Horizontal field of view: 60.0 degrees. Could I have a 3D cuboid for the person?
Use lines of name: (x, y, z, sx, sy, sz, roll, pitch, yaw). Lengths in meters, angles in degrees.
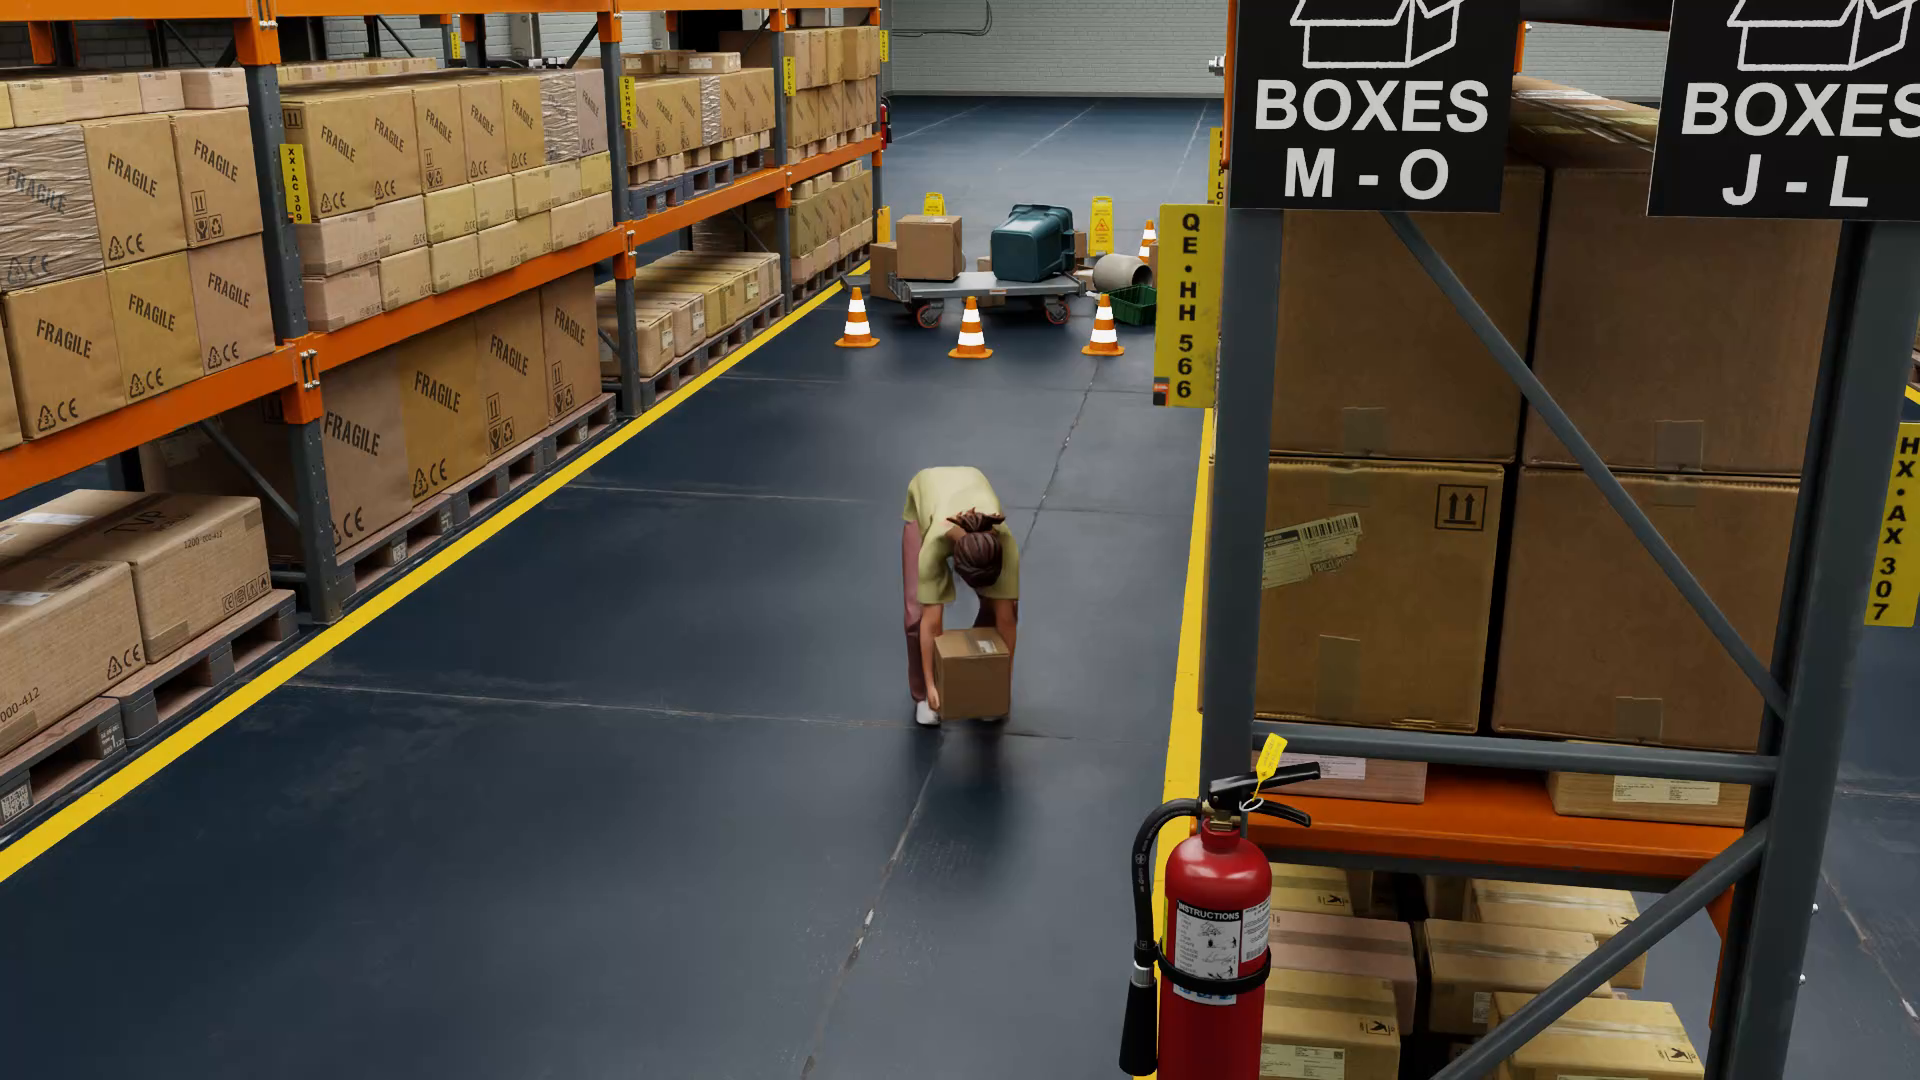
person: (0.022, 0.270, 6.309, 0.444, 1.006, 0.867, -4, 18, -11)
